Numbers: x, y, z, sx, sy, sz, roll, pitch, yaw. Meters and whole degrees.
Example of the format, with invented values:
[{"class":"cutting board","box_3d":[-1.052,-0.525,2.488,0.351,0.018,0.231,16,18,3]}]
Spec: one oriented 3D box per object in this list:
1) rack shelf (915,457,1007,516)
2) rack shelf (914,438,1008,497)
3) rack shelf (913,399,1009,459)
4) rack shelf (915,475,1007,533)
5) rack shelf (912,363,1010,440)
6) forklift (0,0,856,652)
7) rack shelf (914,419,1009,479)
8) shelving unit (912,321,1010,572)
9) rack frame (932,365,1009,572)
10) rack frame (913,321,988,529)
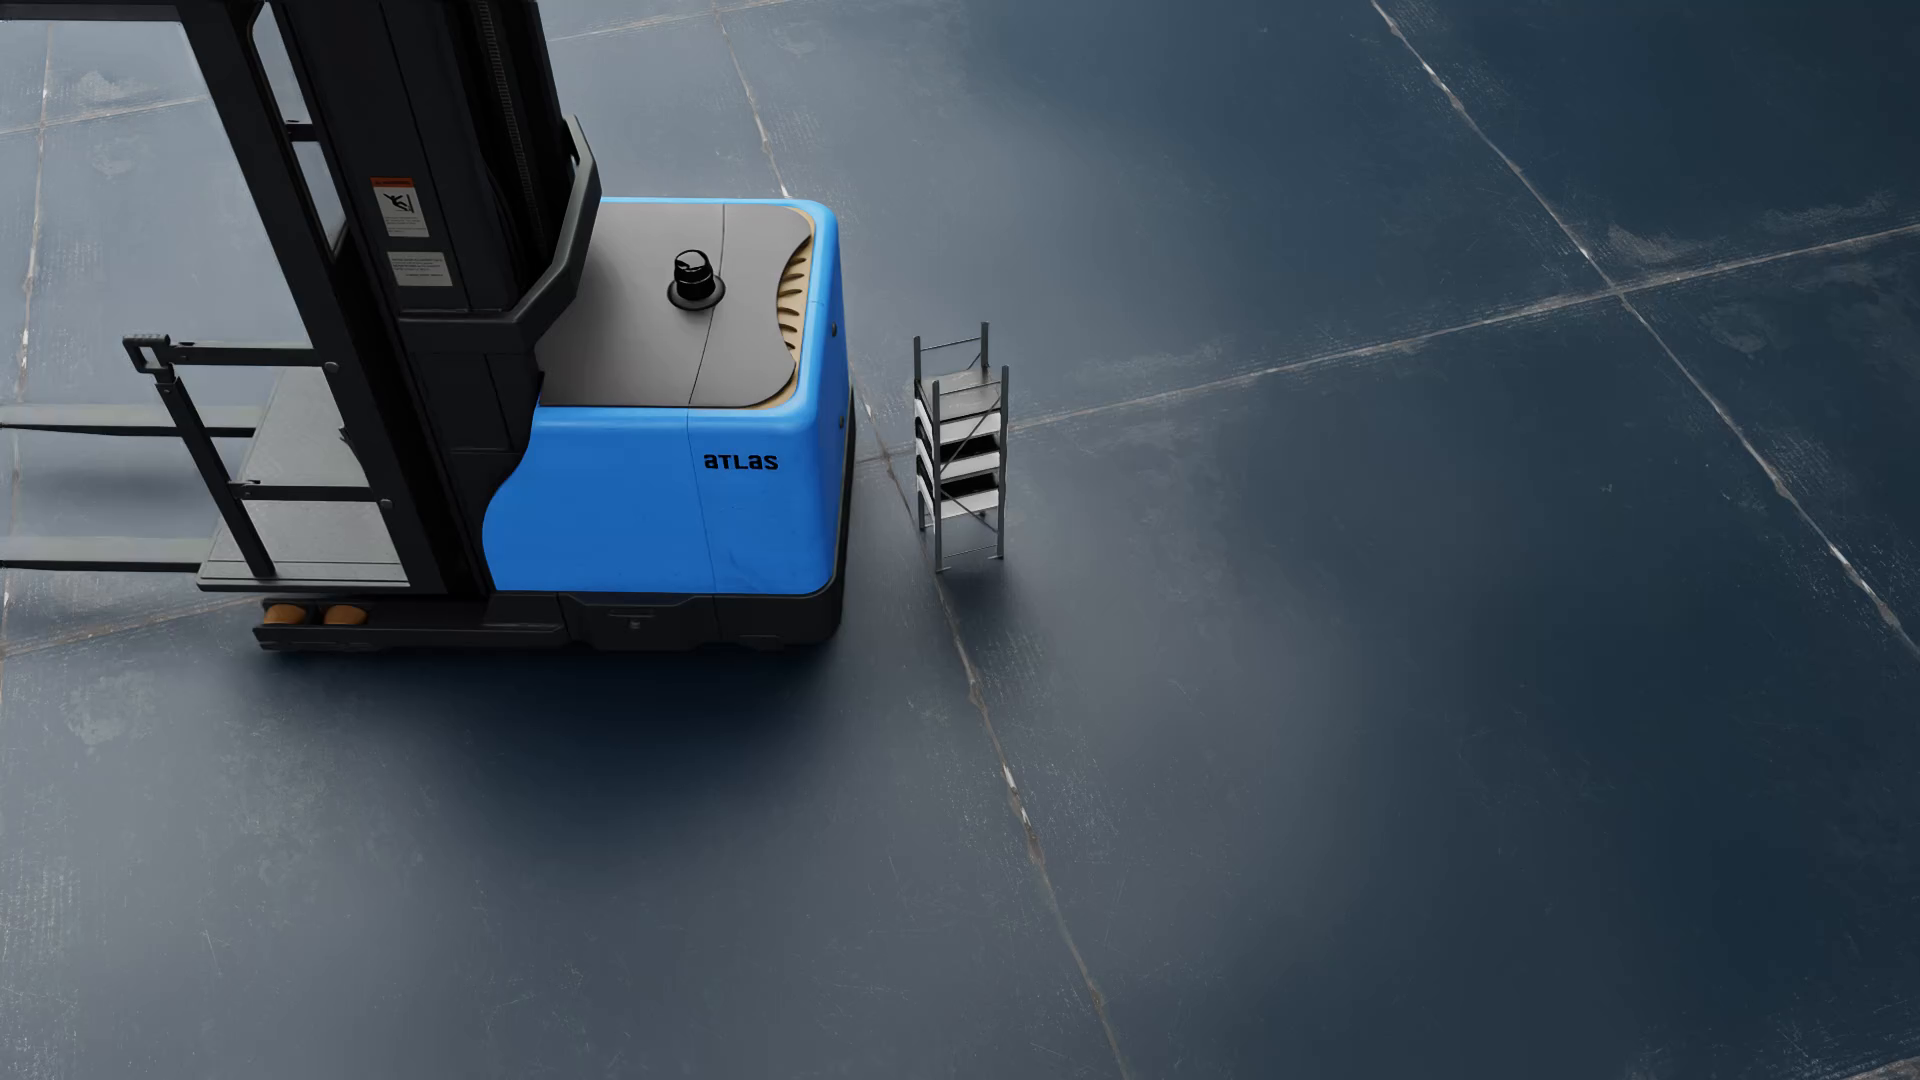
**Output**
[{"class":"rack shelf","box_3d":[0.002,-0.205,5.495,0.258,0.077,0.200,-13,51,-11]},{"class":"rack shelf","box_3d":[0.002,-0.263,5.426,0.258,0.077,0.200,-13,51,-11]},{"class":"rack shelf","box_3d":[0.002,-0.379,5.289,0.258,0.077,0.200,-13,51,-11]},{"class":"rack shelf","box_3d":[0.002,-0.147,5.564,0.258,0.077,0.200,-13,51,-11]},{"class":"rack shelf","box_3d":[0.002,-0.437,5.220,0.258,0.077,0.200,-13,51,-11]},{"class":"forklift","box_3d":[-1.897,-0.984,4.663,3.031,2.935,1.130,1,50,1]},{"class":"rack shelf","box_3d":[0.002,-0.321,5.358,0.258,0.077,0.200,-13,51,-11]},{"class":"shelving unit","box_3d":[0.002,-0.284,5.401,0.258,0.900,0.210,-13,51,-11]},{"class":"rack frame","box_3d":[0.032,-0.210,5.338,0.240,0.900,0.006,-13,51,-11]},{"class":"rack frame","box_3d":[-0.028,-0.358,5.464,0.240,0.900,0.006,-13,51,-11]}]
